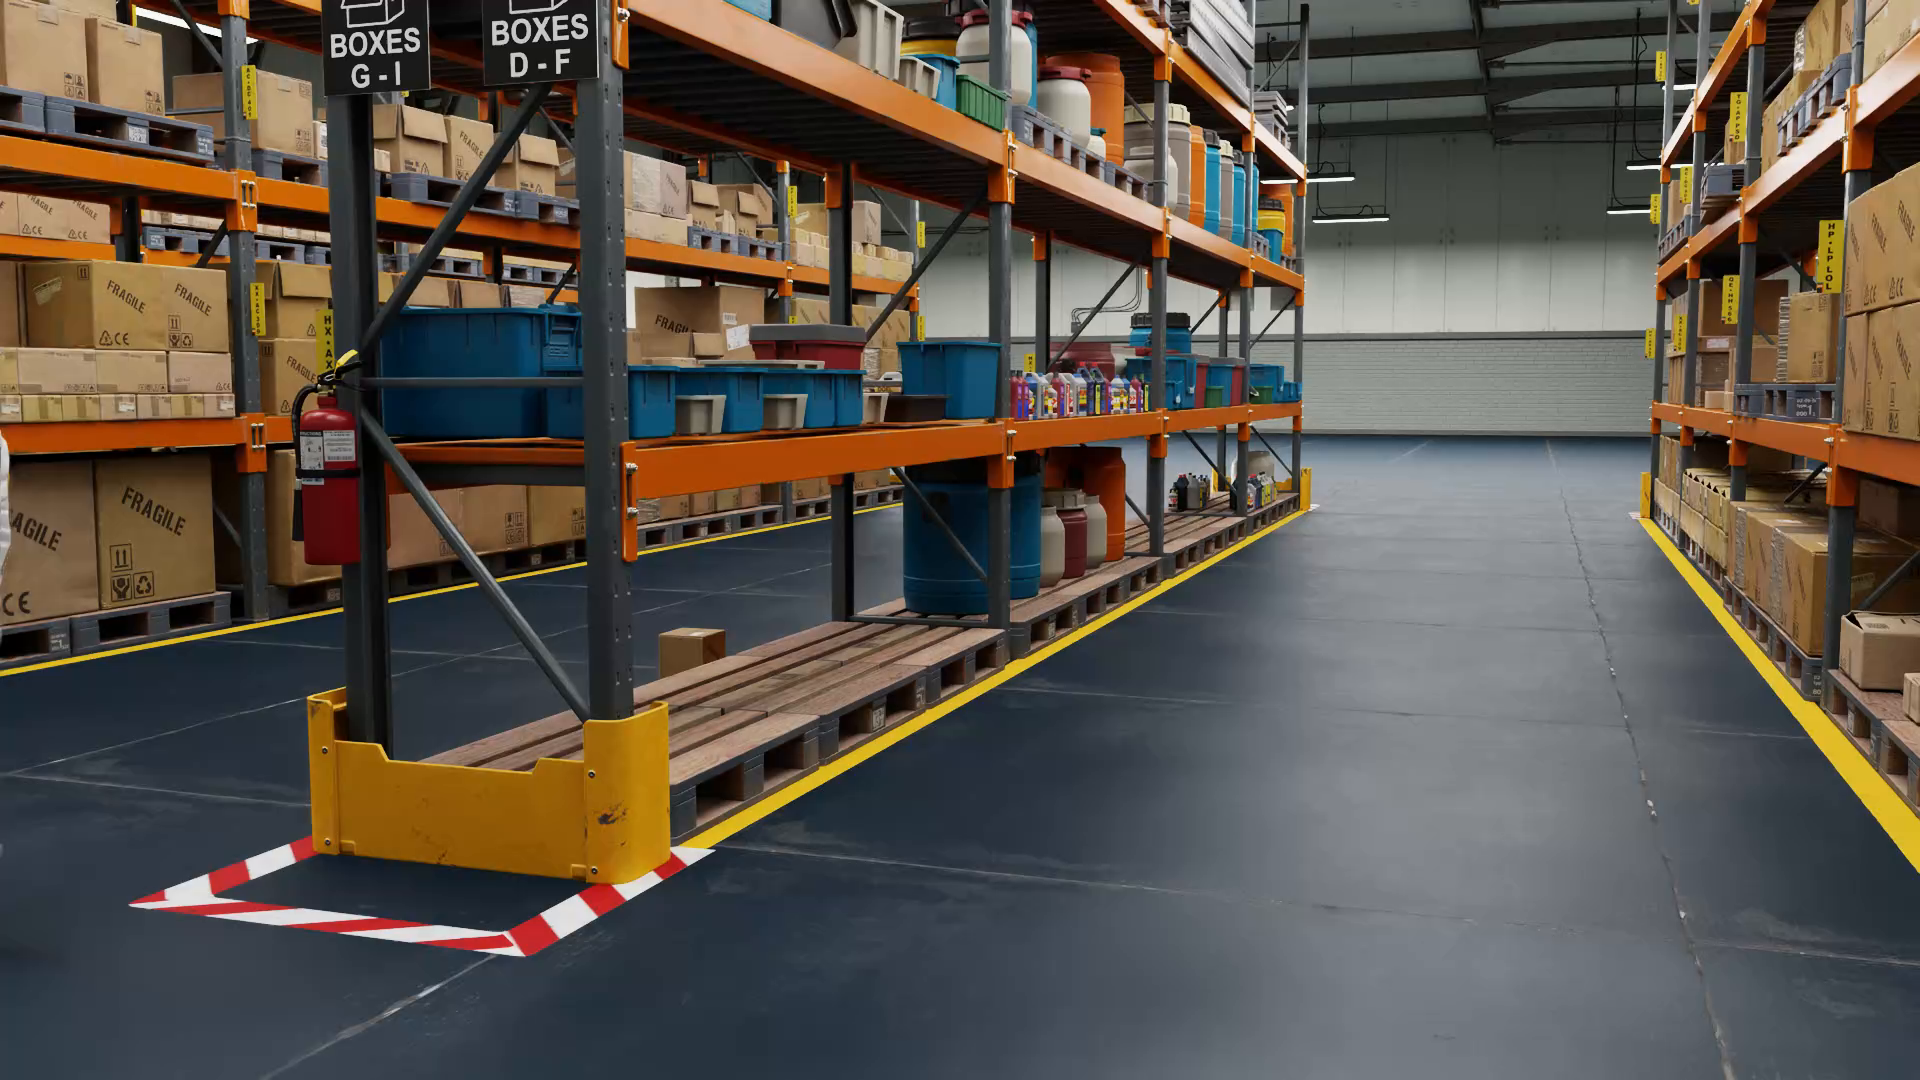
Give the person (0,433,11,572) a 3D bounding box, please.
[{"bbox_3d":[-3.047,0.204,4.832,0.518,1.662,0.410,-5,7,-43],"label":"person"}]
